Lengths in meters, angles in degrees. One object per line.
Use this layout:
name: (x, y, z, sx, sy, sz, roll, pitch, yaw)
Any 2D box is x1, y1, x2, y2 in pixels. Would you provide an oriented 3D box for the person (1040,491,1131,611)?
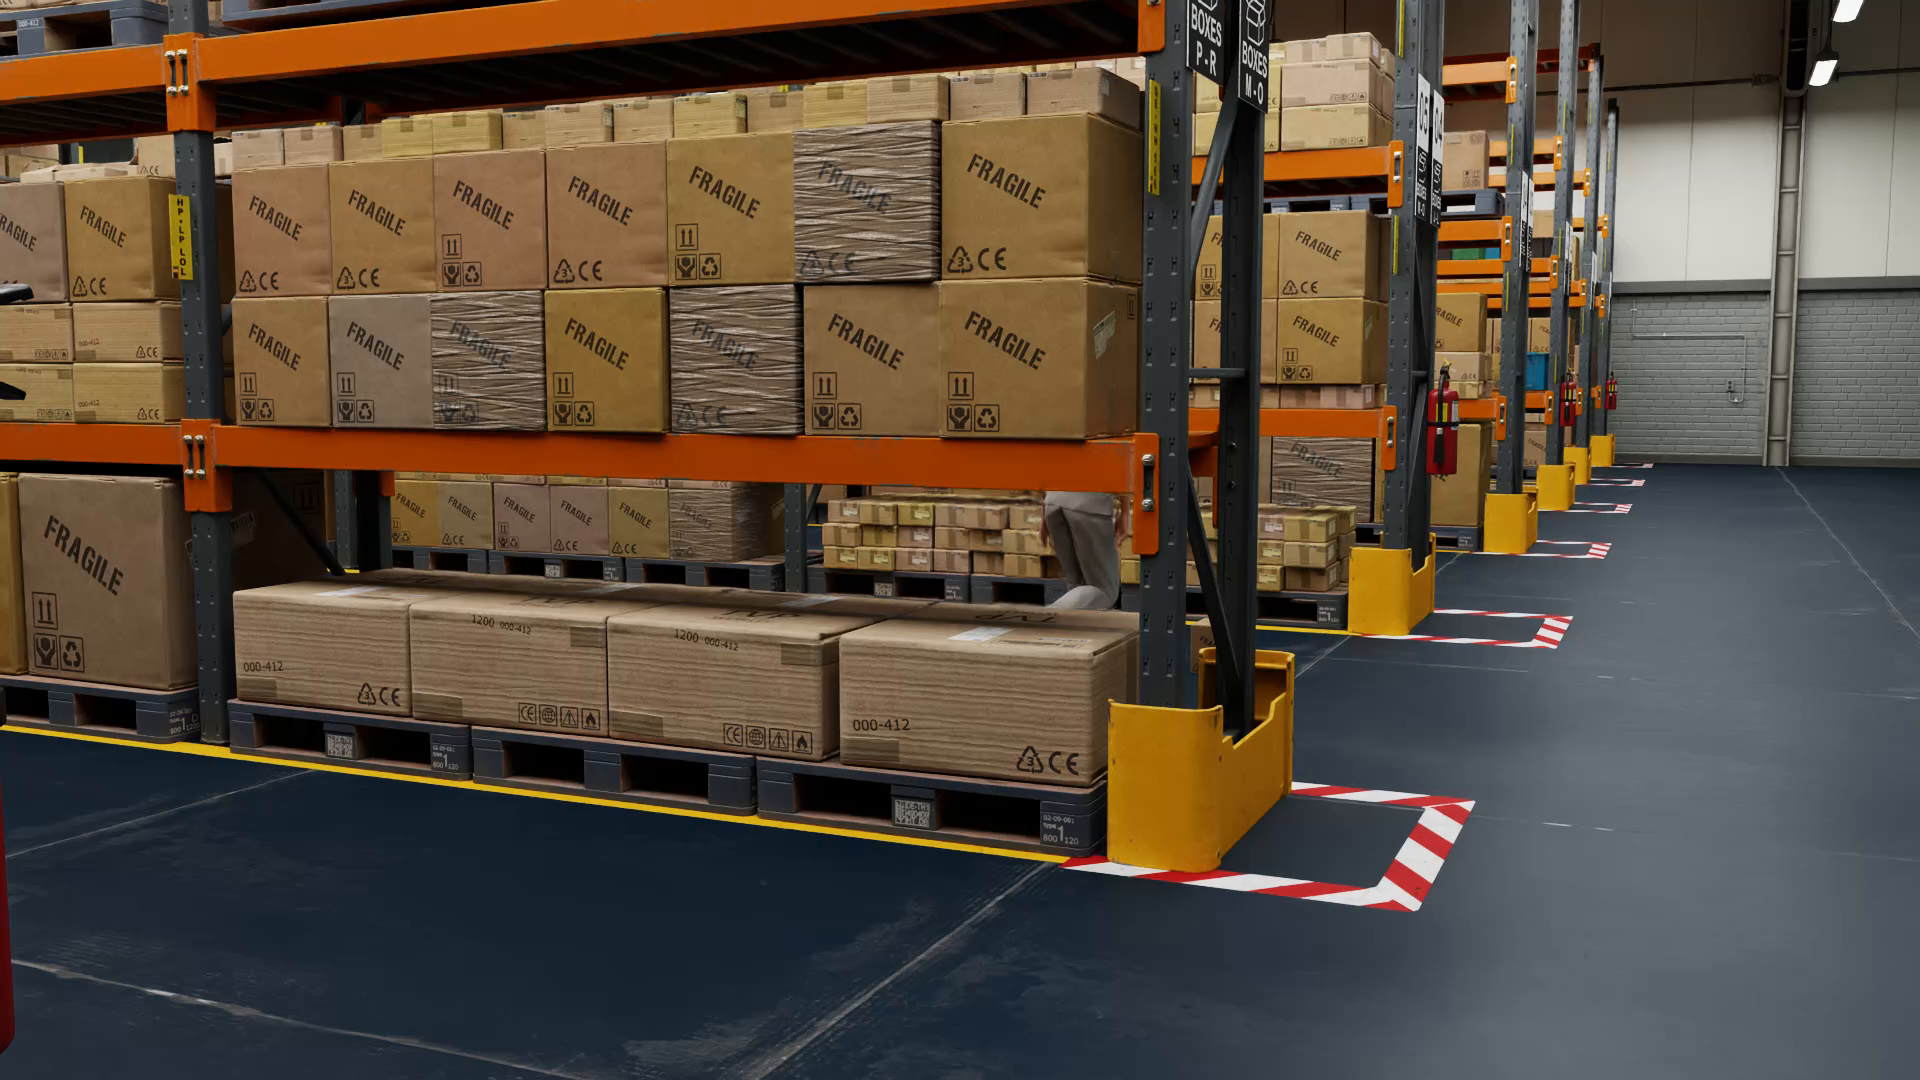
person: (0.524, -0.102, 7.744, 0.715, 1.652, 0.527, -5, 8, -42)
